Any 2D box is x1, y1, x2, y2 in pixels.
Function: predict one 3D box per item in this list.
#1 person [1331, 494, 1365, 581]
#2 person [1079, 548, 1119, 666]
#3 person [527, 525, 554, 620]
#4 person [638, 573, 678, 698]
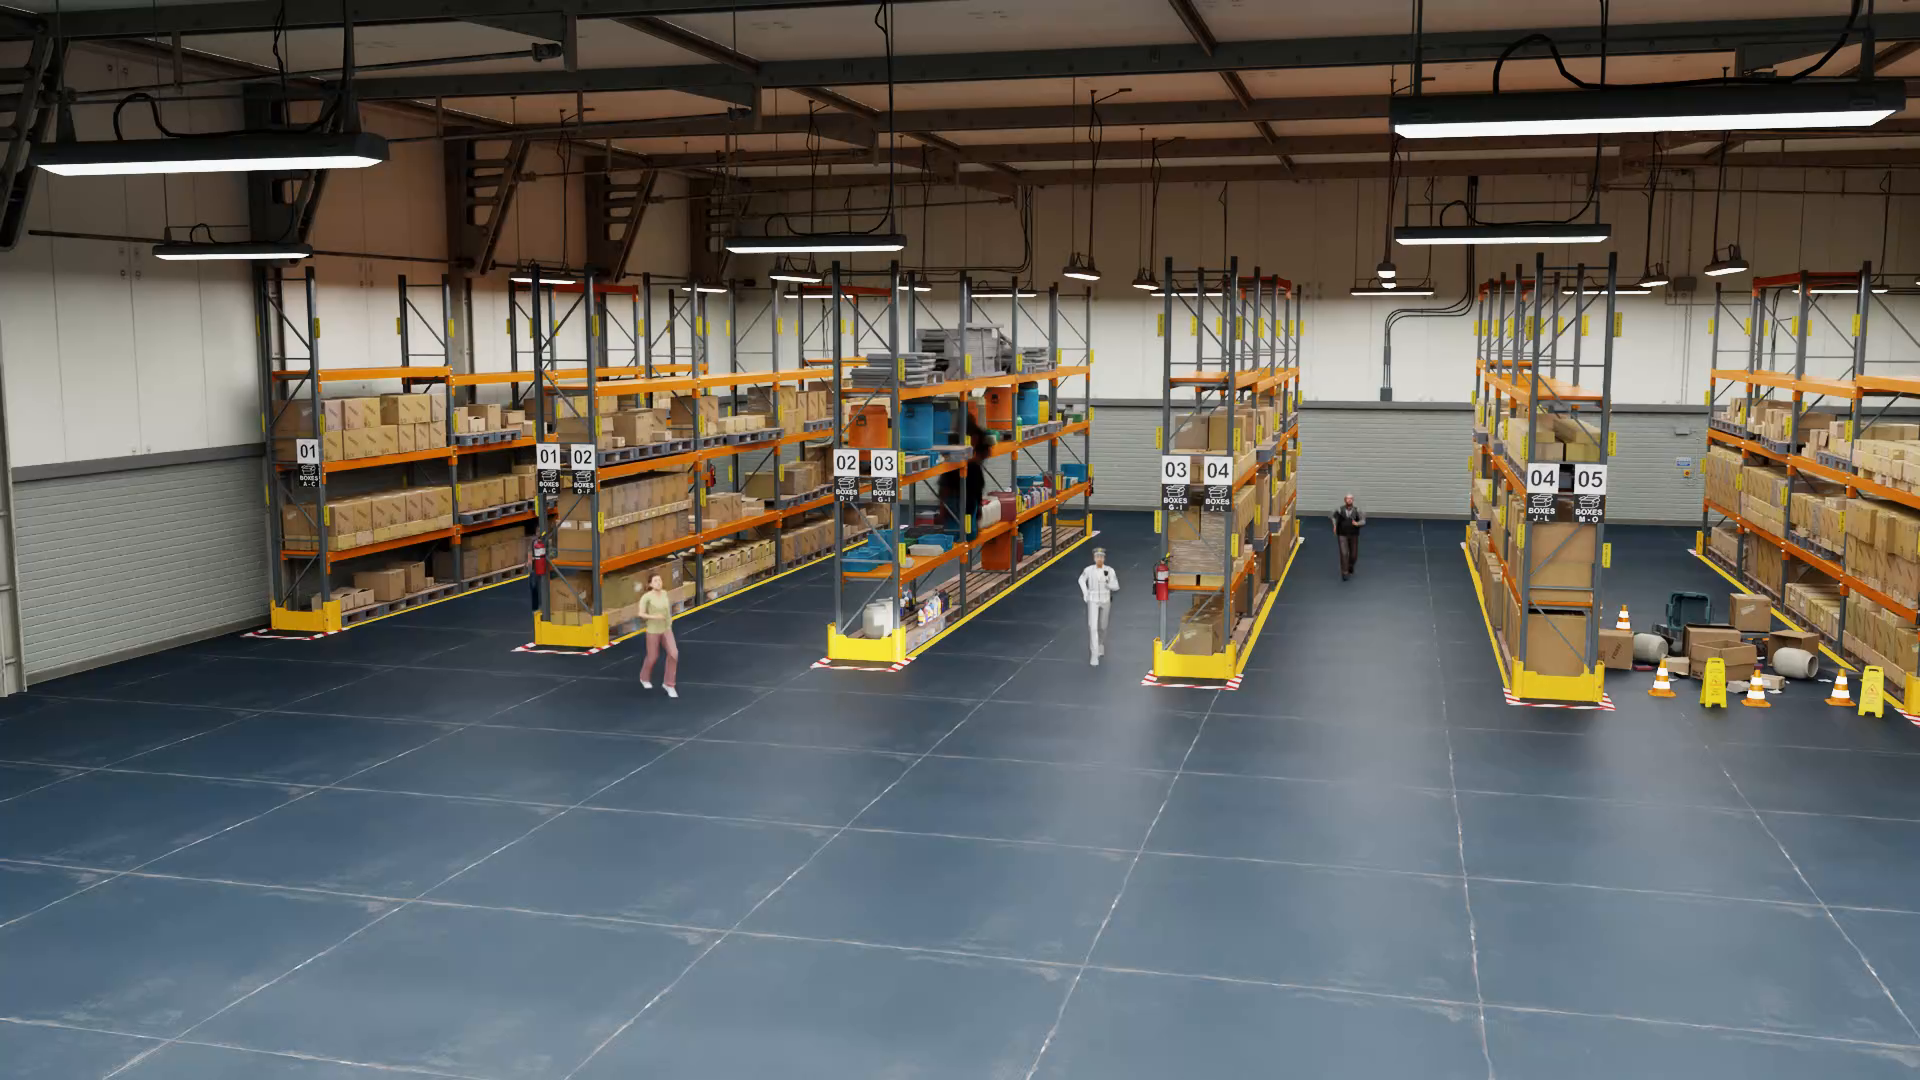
[{"bbox_3d":[7.753,-0.067,33.237,0.665,1.697,0.911,1,7,9],"label":"person"},{"bbox_3d":[2.089,0.974,25.006,0.596,1.748,0.720,0,7,2],"label":"person"},{"bbox_3d":[-7.287,0.550,28.884,0.506,1.642,0.721,0,7,-3],"label":"person"},{"bbox_3d":[-4.173,1.293,22.862,0.580,1.714,0.773,-6,9,-38],"label":"person"}]
